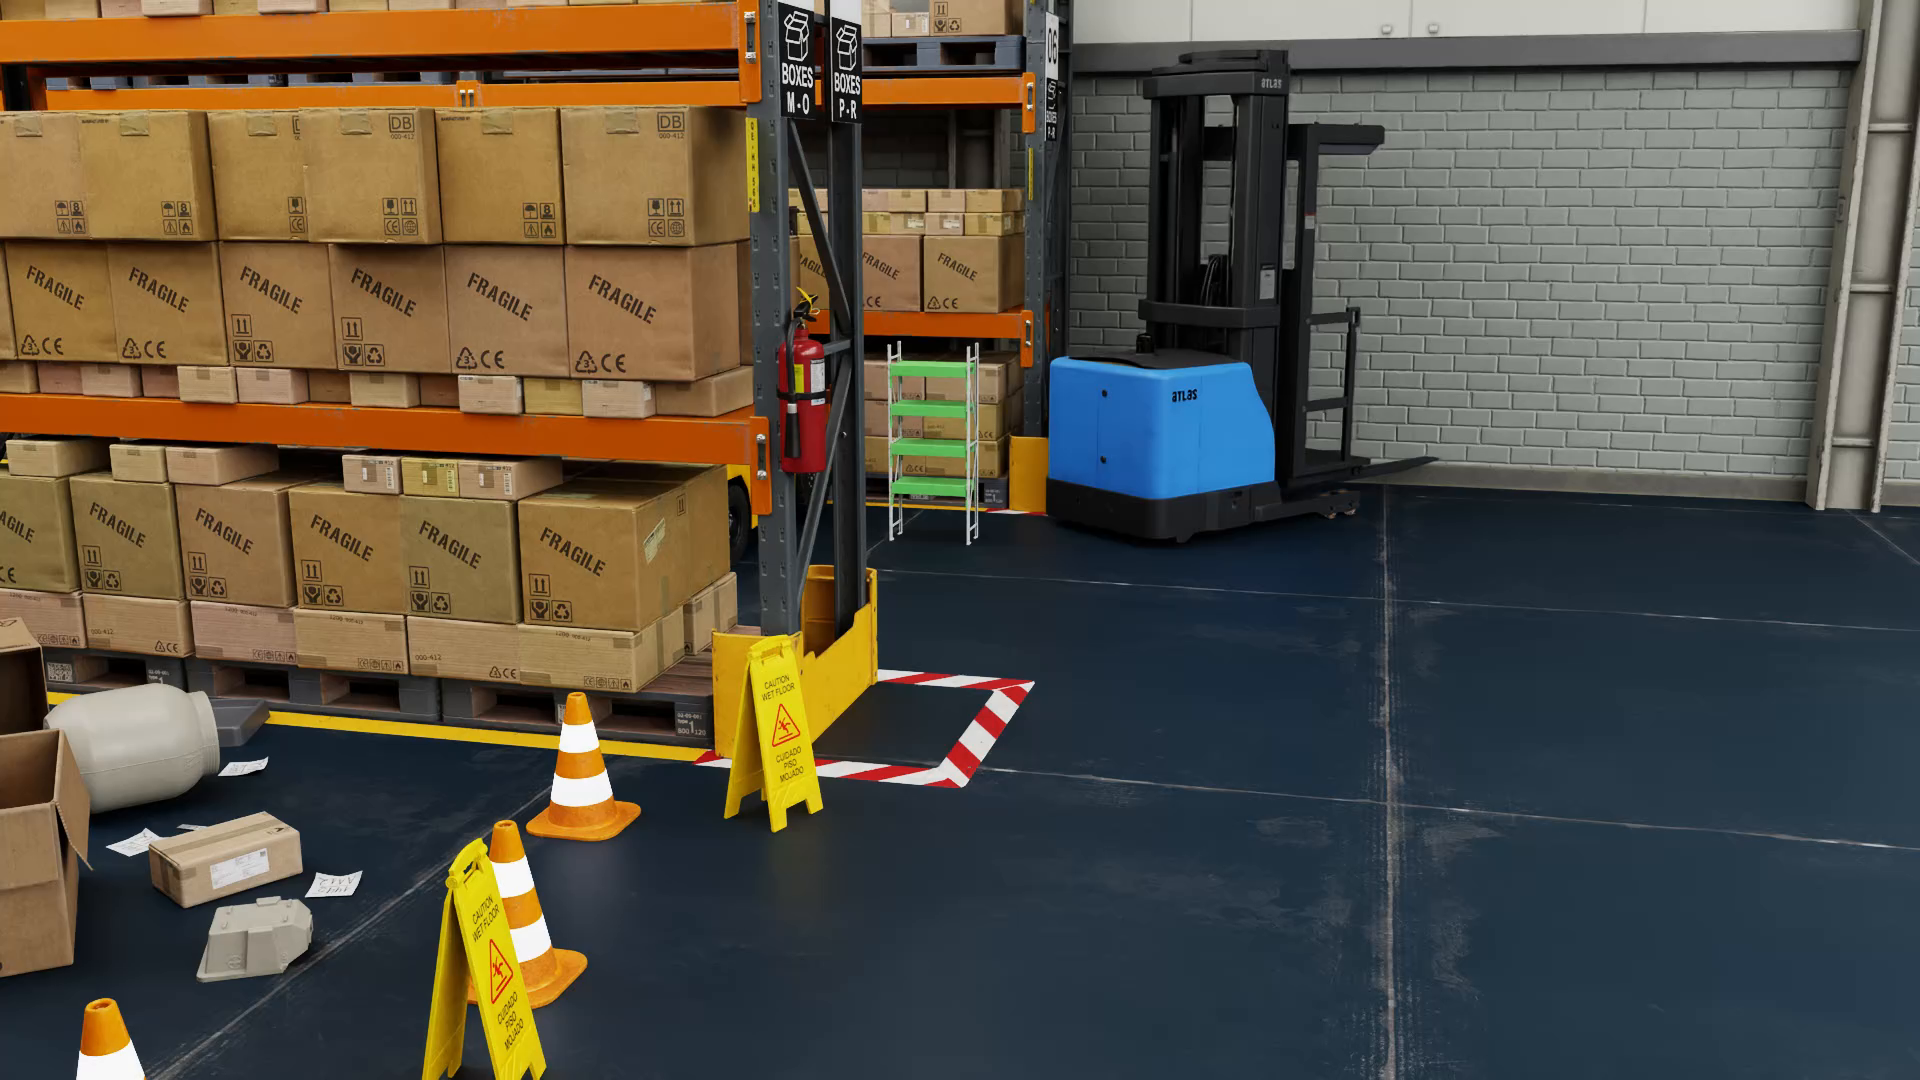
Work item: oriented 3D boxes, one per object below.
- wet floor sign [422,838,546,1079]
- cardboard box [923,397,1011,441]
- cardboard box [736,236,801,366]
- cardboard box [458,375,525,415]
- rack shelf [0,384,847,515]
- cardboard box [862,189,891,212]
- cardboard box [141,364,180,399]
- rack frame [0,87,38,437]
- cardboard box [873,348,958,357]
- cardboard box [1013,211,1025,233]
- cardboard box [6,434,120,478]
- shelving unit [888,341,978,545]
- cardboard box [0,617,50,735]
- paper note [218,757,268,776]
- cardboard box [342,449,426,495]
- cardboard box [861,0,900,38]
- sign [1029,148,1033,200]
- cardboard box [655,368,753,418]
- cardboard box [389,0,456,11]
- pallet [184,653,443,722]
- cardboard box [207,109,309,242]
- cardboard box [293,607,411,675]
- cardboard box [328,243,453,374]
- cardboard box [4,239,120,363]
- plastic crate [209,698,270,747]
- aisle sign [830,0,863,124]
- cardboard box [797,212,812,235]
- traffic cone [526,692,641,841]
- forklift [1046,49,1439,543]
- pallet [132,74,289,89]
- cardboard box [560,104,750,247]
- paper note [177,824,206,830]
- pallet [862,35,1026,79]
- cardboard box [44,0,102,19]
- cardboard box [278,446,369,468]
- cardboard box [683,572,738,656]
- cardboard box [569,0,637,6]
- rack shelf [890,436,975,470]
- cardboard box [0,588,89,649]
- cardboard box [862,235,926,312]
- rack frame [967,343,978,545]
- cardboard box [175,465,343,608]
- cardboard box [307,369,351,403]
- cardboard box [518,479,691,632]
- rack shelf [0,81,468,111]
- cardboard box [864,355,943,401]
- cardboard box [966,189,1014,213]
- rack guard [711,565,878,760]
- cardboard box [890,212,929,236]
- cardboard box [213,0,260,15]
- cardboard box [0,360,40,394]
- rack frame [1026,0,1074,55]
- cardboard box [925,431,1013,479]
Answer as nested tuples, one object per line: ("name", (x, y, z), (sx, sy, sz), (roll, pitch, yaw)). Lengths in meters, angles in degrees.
("wet floor sign", (-1.172, 1.049, 4.017), (0.232, 0.644, 0.267), (1, 13, 4))
("cardboard box", (0.052, -0.842, 11.329), (0.500, 0.250, 0.500), (3, 13, 13))
("cardboard box", (-0.980, -1.009, 6.939), (0.500, 0.500, 0.500), (3, 13, 13))
("cardboard box", (-1.774, -0.598, 6.586), (0.250, 0.149, 0.380), (3, 13, 15))
("rack shelf", (-2.528, -0.485, 7.154), (4.000, 0.370, 1.077), (3, 13, 14))
("cardboard box", (-0.530, -2.304, 11.277), (0.250, 0.149, 0.380), (3, 13, 14))
("cardboard box", (-3.220, -0.696, 7.026), (0.250, 0.149, 0.380), (3, 13, 13))
("rack frame", (-7.168, -2.191, 13.185), (0.127, 3.000, 1.000), (3, 13, 14))
("cardboard box", (-0.308, -1.217, 11.863), (0.500, 0.250, 0.500), (3, 13, 14))
("cardboard box", (0.332, -2.214, 11.558), (0.250, 0.149, 0.380), (3, 13, 12))
("cardboard box", (-3.855, -0.379, 7.164), (0.250, 0.149, 0.380), (3, 13, 14))
("shelving unit", (-0.161, -0.594, 10.142), (0.503, 1.200, 0.258), (3, 13, 14))
("cardboard box", (-3.756, 0.621, 6.274), (0.500, 0.500, 0.500), (-9, 15, -35))
("paper note", (-2.713, 0.857, 6.301), (0.148, 0.019, 0.142), (-1, 13, -6))
("cardboard box", (-2.298, -0.297, 6.796), (0.250, 0.149, 0.380), (4, 13, 16))
("cardboard box", (-0.524, -3.421, 10.912), (0.258, 0.266, 0.396), (3, 13, 14))
("sign", (0.456, -2.344, 10.651), (0.005, 0.325, 0.100), (3, 13, 14))
("cardboard box", (-1.001, -0.584, 6.520), (0.250, 0.149, 0.380), (4, 13, 15))
("cardboard box", (-1.982, -2.091, 6.386), (0.250, 0.149, 0.380), (3, 13, 13))
("pallet", (-2.621, 0.512, 7.439), (1.213, 0.211, 1.003), (3, 13, 14))
("cardboard box", (-2.595, -1.483, 6.765), (0.500, 0.500, 0.700), (3, 13, 13))
("cardboard box", (-2.446, 0.365, 7.040), (0.500, 0.250, 0.500), (3, 13, 12))
("cardboard box", (-2.149, -0.950, 6.672), (0.500, 0.500, 0.500), (3, 13, 13))
("cardboard box", (-3.617, -1.031, 7.038), (0.500, 0.500, 0.500), (3, 13, 13))
("plastic crate", (-3.142, 0.740, 6.715), (0.583, 0.080, 0.402), (-1, 13, -6))
("aisle sign", (-0.452, -2.063, 6.606), (0.004, 0.787, 0.394), (3, 13, 14))
("cardboard box", (-1.056, -2.162, 11.325), (0.250, 0.149, 0.380), (3, 13, 14))
("traffic cone", (-1.313, 0.755, 5.761), (0.334, 0.463, 0.336), (3, 13, 14))
("forklift", (2.017, -1.648, 10.894), (3.031, 2.935, 1.130), (-10, 16, -37))
("pallet", (-5.401, -3.490, 12.547), (1.213, 0.211, 1.003), (4, 13, 16))
("cardboard box", (-1.135, -1.395, 6.369), (0.500, 0.500, 0.700), (3, 13, 12))
("paper note", (-2.639, 0.993, 5.737), (0.123, 0.001, 0.032), (3, 13, 14))
("pallet", (-0.081, -3.239, 11.188), (1.213, 0.211, 1.003), (3, 13, 14))
("cardboard box", (-3.485, -2.177, 6.777), (0.250, 0.149, 0.380), (3, 13, 15))
("cardboard box", (-2.841, -0.142, 7.595), (0.500, 0.500, 0.500), (4, 13, 17))
("cardboard box", (-1.303, 0.305, 7.311), (0.500, 0.250, 0.500), (3, 13, 13))
("cardboard box", (-1.249, -2.039, 6.156), (0.250, 0.149, 0.380), (3, 13, 14))
("rack shelf", (-0.161, -0.532, 10.156), (0.480, 0.148, 0.258), (3, 13, 14))
("cardboard box", (-3.962, 0.285, 7.402), (0.500, 0.250, 0.500), (2, 13, 11))
("cardboard box", (-0.443, -1.824, 11.299), (0.500, 0.500, 0.500), (3, 13, 15))
("rack frame", (0.076, -0.582, 10.085), (0.015, 1.200, 0.240), (3, 13, 14))
("cardboard box", (-2.936, -0.028, 7.084), (0.500, 0.500, 0.500), (4, 13, 16))
("cardboard box", (-2.480, -0.667, 6.896), (0.250, 0.149, 0.380), (3, 13, 14))
("cardboard box", (-1.427, 0.052, 6.719), (0.500, 0.500, 0.500), (3, 13, 14))
("rack shelf", (-5.226, -3.201, 12.470), (4.000, 0.370, 1.077), (3, 13, 14))
("cardboard box", (-0.420, -1.110, 11.383), (0.500, 0.250, 0.500), (3, 13, 15))
("cardboard box", (0.201, -2.261, 11.084), (0.250, 0.149, 0.380), (3, 13, 14))
("rack guard", (-0.660, 0.484, 6.896), (0.348, 0.500, 1.175), (3, 13, 14))
("cardboard box", (-0.297, -2.134, 11.198), (0.250, 0.149, 0.380), (3, 13, 15))
("cardboard box", (-2.727, -2.133, 6.578), (0.250, 0.149, 0.380), (3, 13, 14))
("cardboard box", (-3.983, -0.731, 7.183), (0.250, 0.149, 0.380), (3, 13, 15))
("rack frame", (0.599, -4.705, 10.664), (0.127, 3.000, 1.000), (3, 13, 14))
("cardboard box", (0.067, -0.597, 11.376), (0.500, 0.250, 0.500), (3, 13, 14))
